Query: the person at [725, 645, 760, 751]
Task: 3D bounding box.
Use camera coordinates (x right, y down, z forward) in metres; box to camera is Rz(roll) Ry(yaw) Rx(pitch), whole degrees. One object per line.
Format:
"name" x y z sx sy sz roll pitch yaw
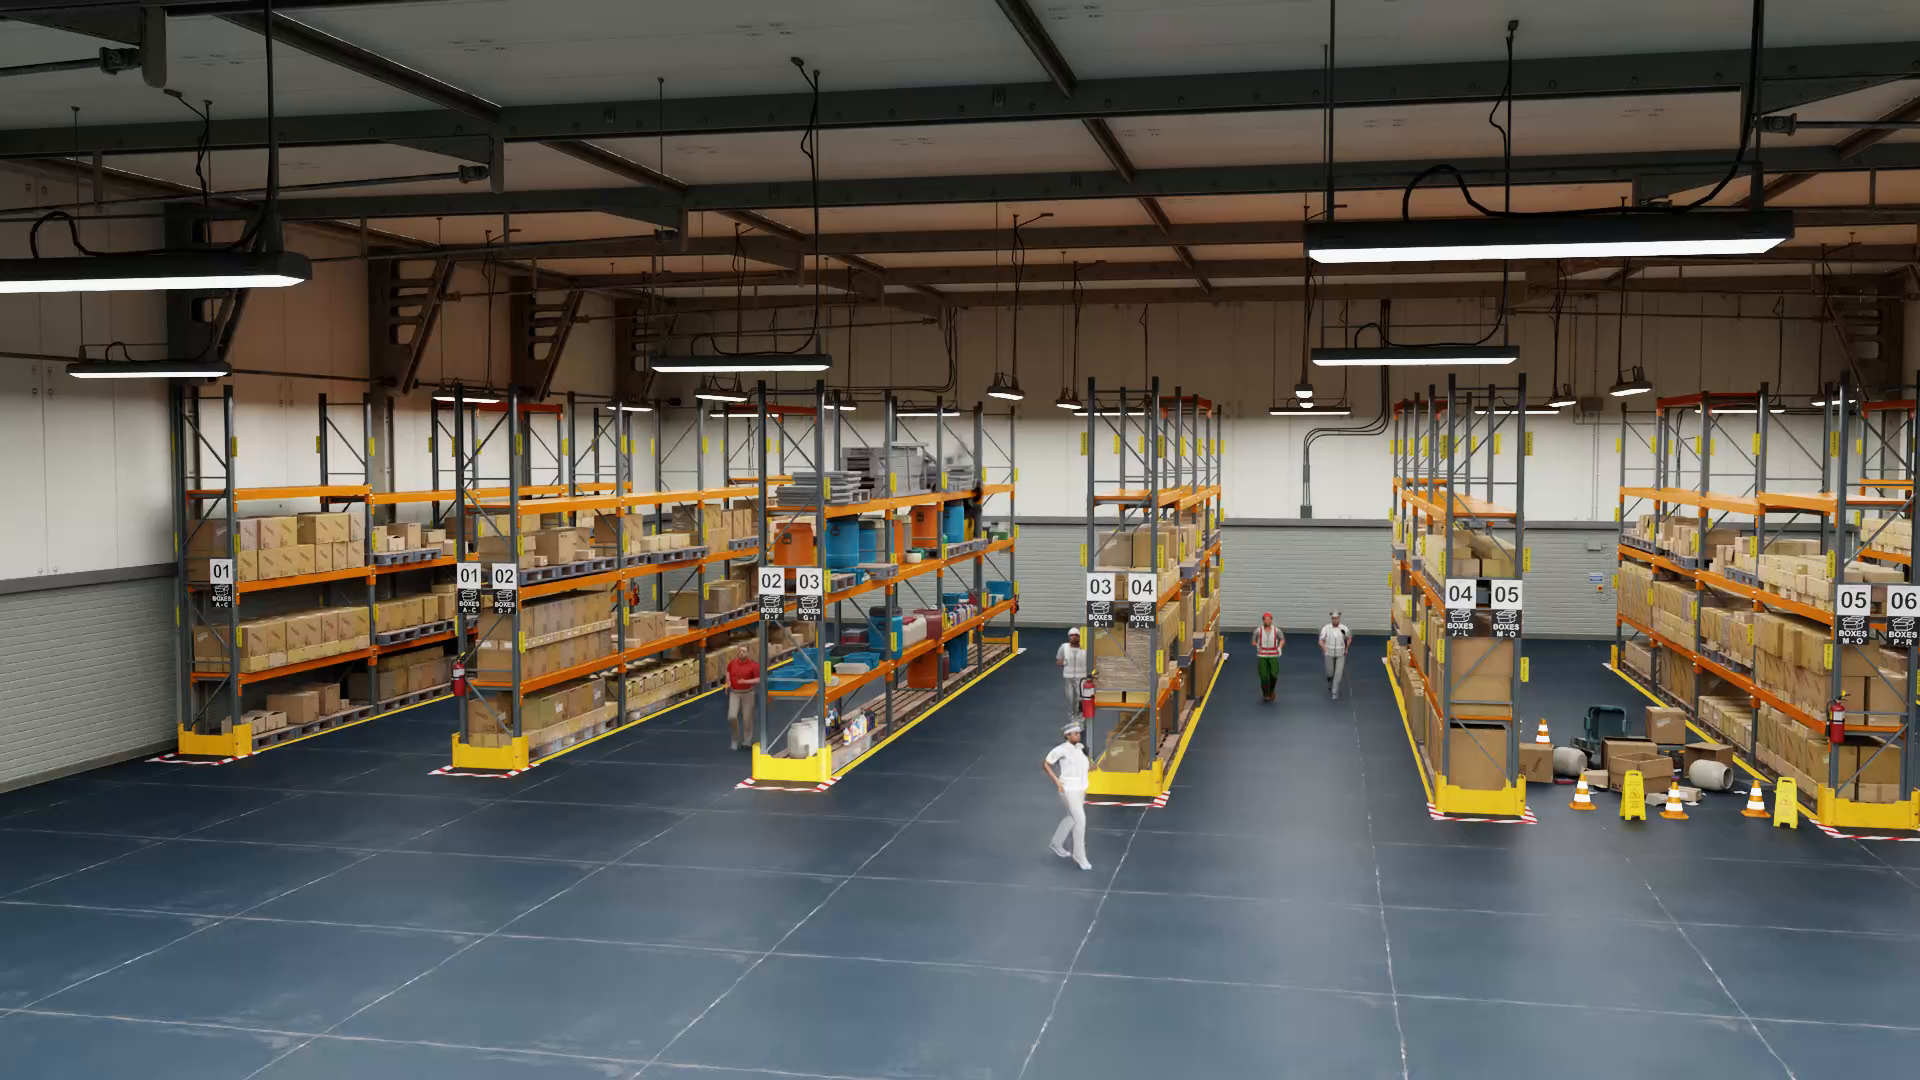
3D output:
"person" -3.596 2.614 27.460 0.646 1.757 0.686 0 3 4

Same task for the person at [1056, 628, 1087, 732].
"person" 2.030 2.470 29.450 0.656 1.844 0.782 0 3 8

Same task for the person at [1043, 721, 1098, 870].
"person" 1.340 3.034 19.940 0.725 1.754 0.558 3 4 39

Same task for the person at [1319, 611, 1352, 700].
"person" 7.486 2.277 33.160 0.662 1.753 0.784 1 3 9

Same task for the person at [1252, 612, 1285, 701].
"person" 6.019 2.294 32.482 0.641 1.746 0.601 1 3 10
